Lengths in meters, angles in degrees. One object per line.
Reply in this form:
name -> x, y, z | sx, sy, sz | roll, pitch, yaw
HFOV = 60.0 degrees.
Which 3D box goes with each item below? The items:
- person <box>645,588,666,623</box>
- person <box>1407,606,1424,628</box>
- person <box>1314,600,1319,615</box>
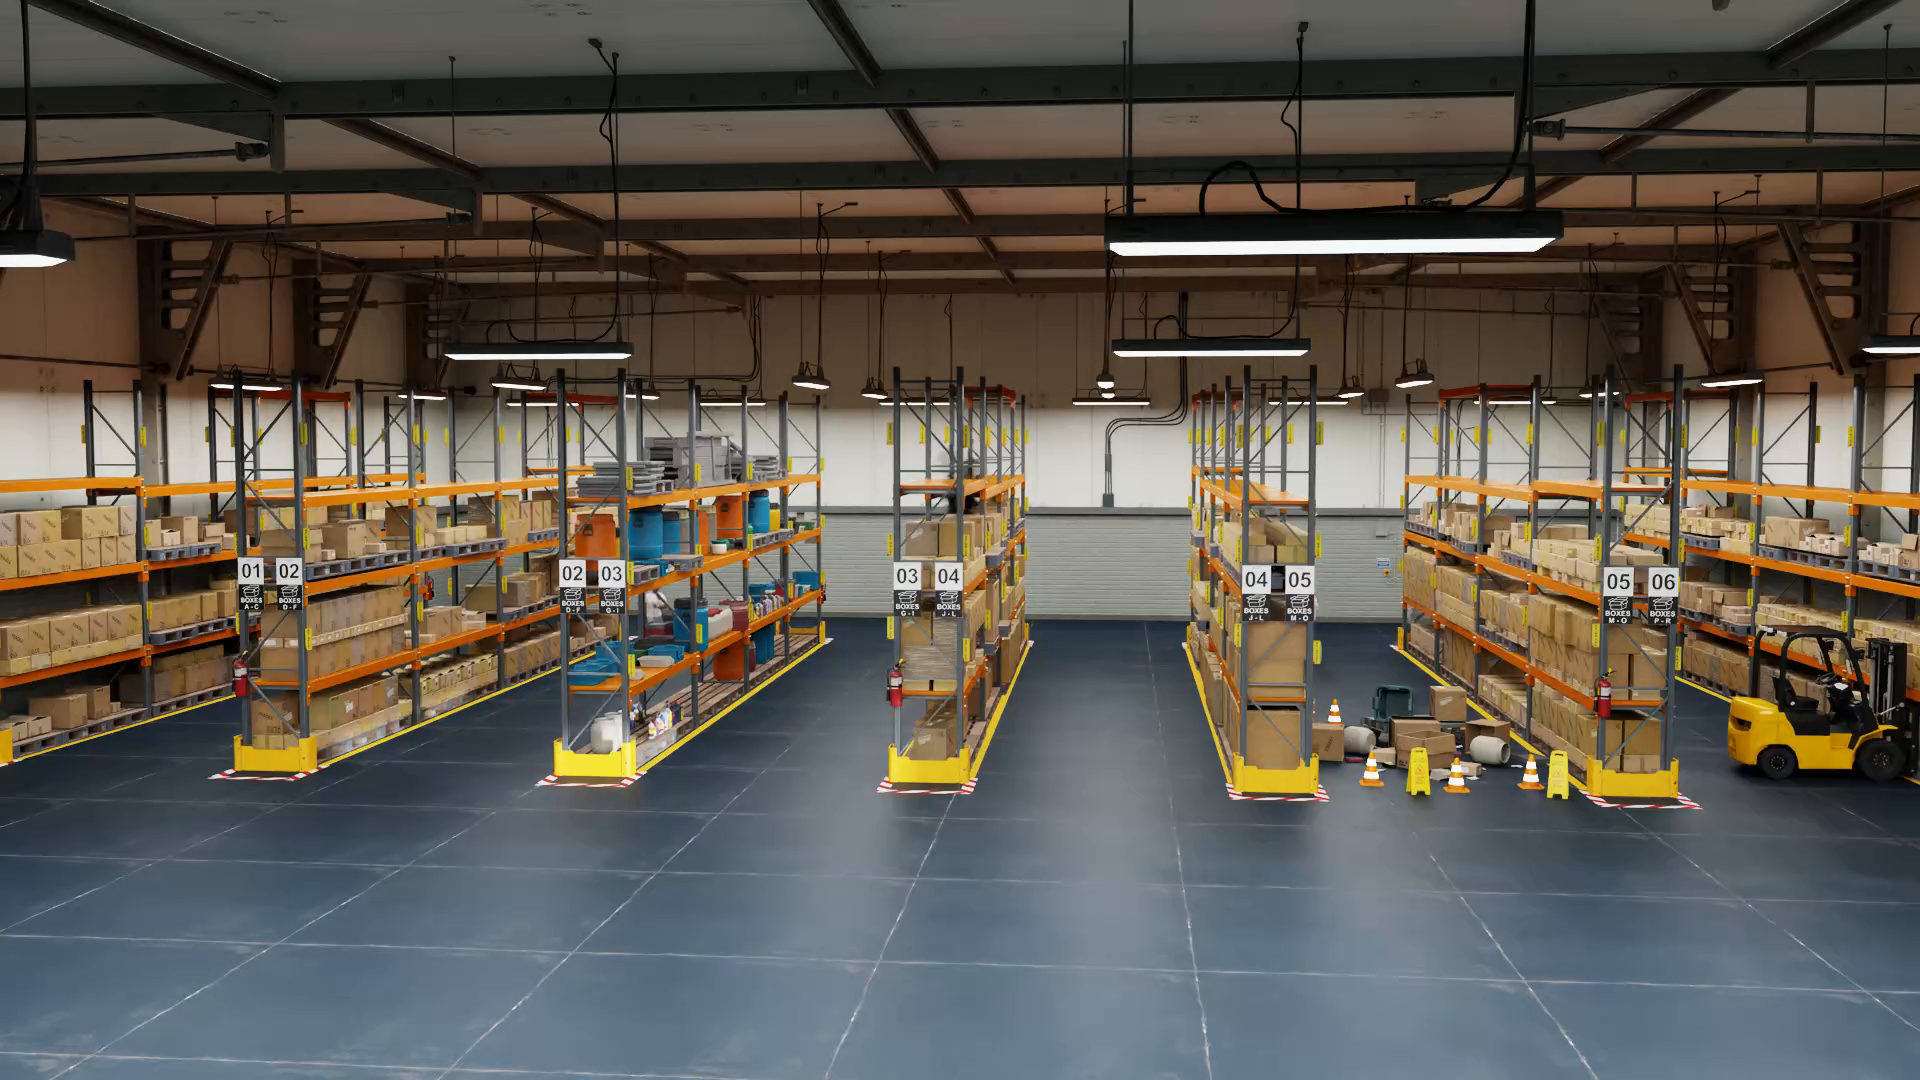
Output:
person -> -6.976, 1.797, 37.969 | 0.550, 1.755, 0.753 | 0, 4, -7
person -> 11.078, 1.708, 40.231 | 0.525, 1.635, 0.647 | 2, 4, 32
person -> 7.744, 1.834, 37.489 | 0.618, 1.703, 0.904 | 0, 4, -1
